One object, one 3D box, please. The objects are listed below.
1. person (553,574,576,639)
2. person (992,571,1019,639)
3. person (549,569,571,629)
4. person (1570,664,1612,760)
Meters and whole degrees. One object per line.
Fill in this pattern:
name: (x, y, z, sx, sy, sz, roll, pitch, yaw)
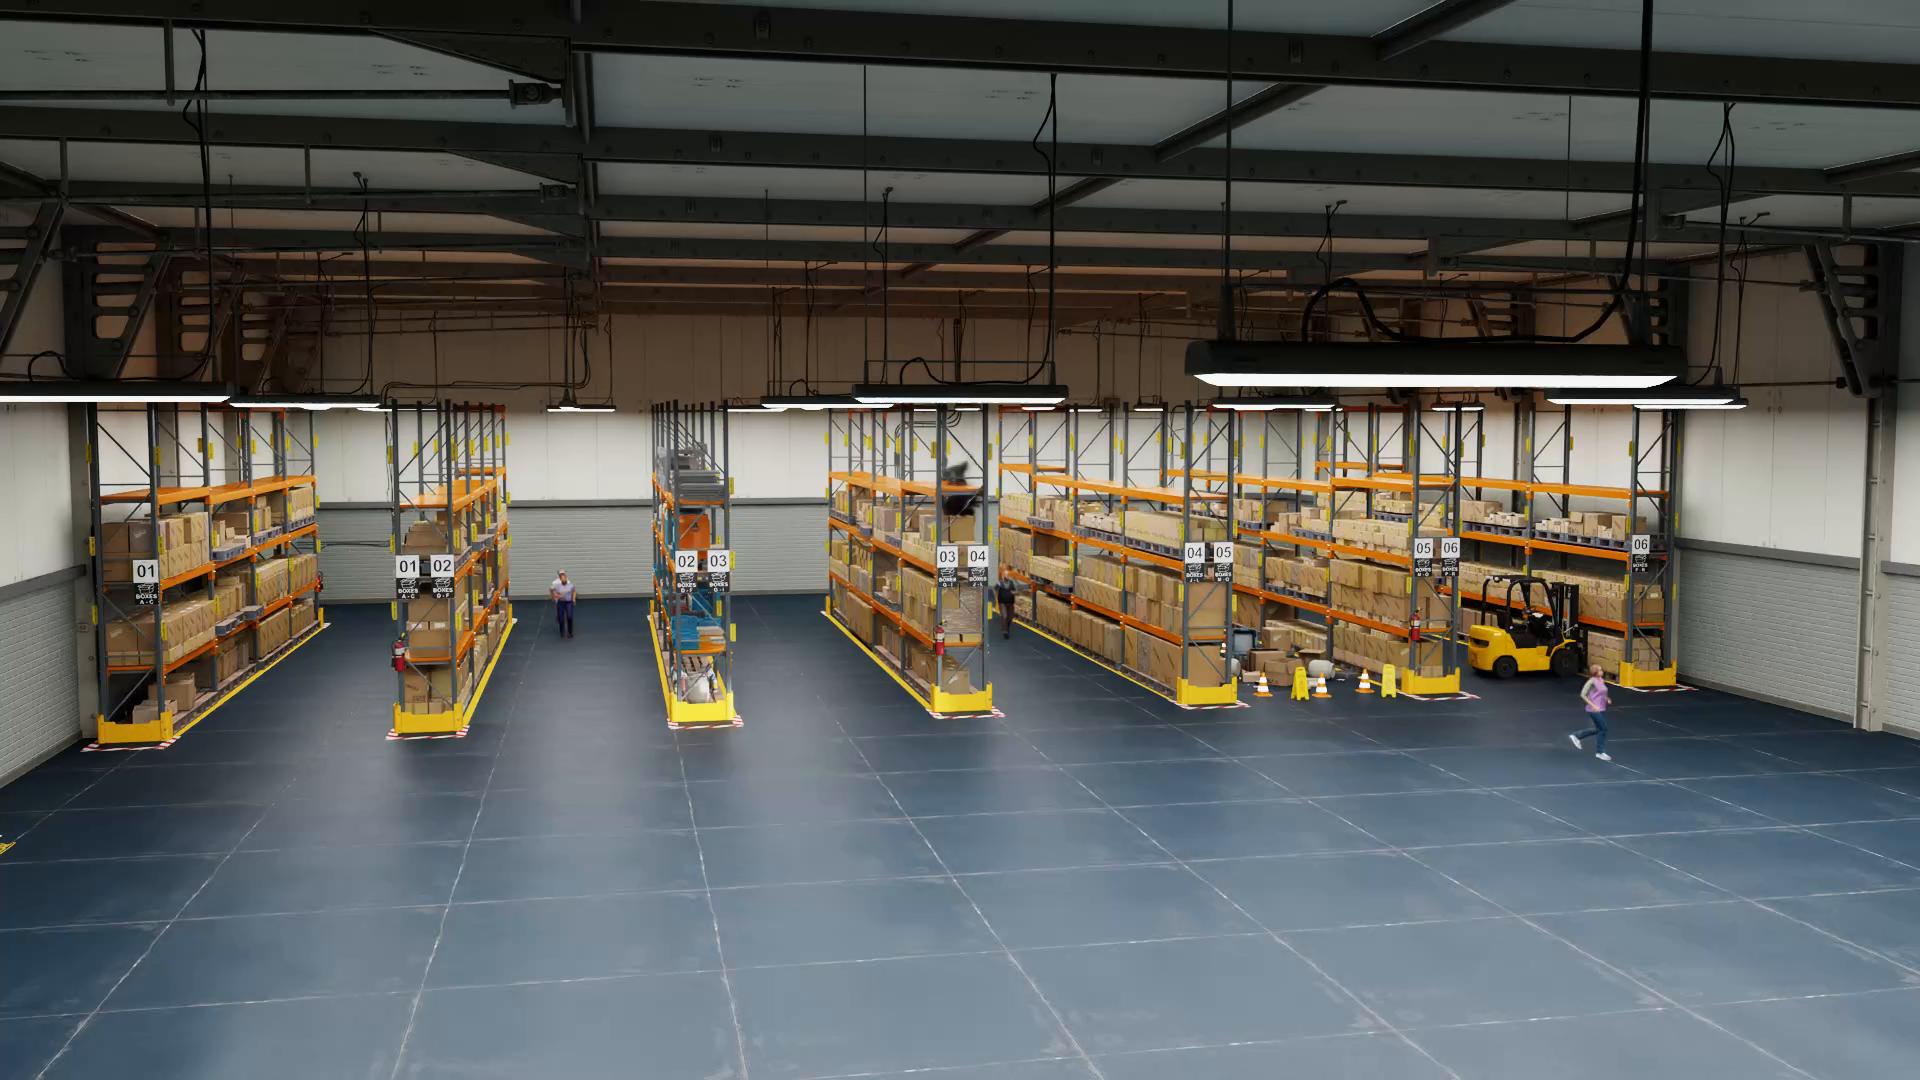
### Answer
person: (-10.100, 1.708, 42.518, 0.577, 1.676, 0.697, -1, 4, -14)
person: (1.185, 1.674, 42.544, 0.657, 1.627, 0.971, -1, 4, -11)
person: (-10.486, 1.590, 43.802, 0.560, 1.655, 0.566, -2, 5, -23)
person: (10.561, 2.853, 27.776, 0.697, 1.590, 0.533, 4, 6, 41)
